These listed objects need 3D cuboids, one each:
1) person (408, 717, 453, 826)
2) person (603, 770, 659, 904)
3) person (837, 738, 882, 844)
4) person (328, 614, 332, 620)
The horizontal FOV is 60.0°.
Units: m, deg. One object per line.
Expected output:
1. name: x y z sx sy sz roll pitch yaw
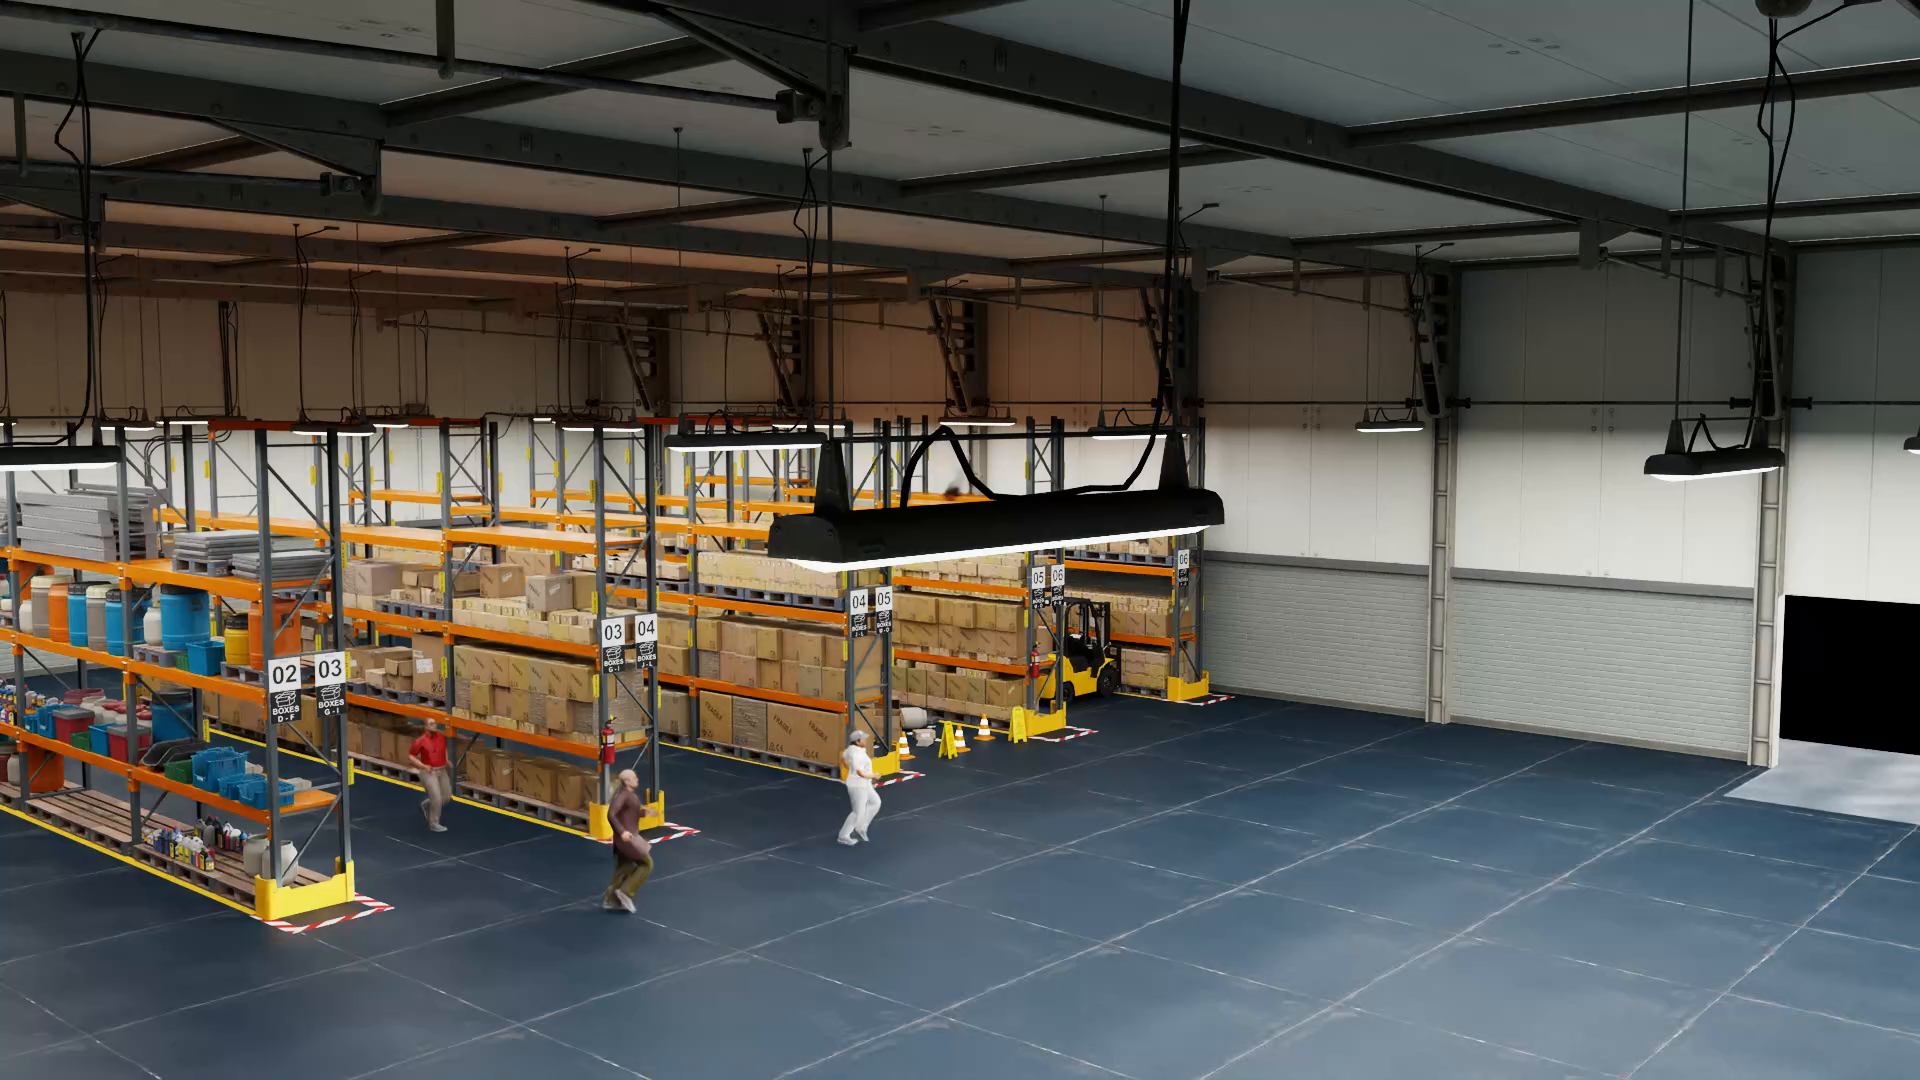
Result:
1. person: -7.804 3.415 24.564 0.566 1.603 0.664 3 6 31
2. person: -4.093 3.683 20.710 0.724 1.676 0.676 -1 5 -17
3. person: -1.440 3.555 23.825 0.648 1.633 0.610 -1 5 -7
4. person: -14.872 2.277 39.193 0.718 1.639 0.712 -4 6 -38
